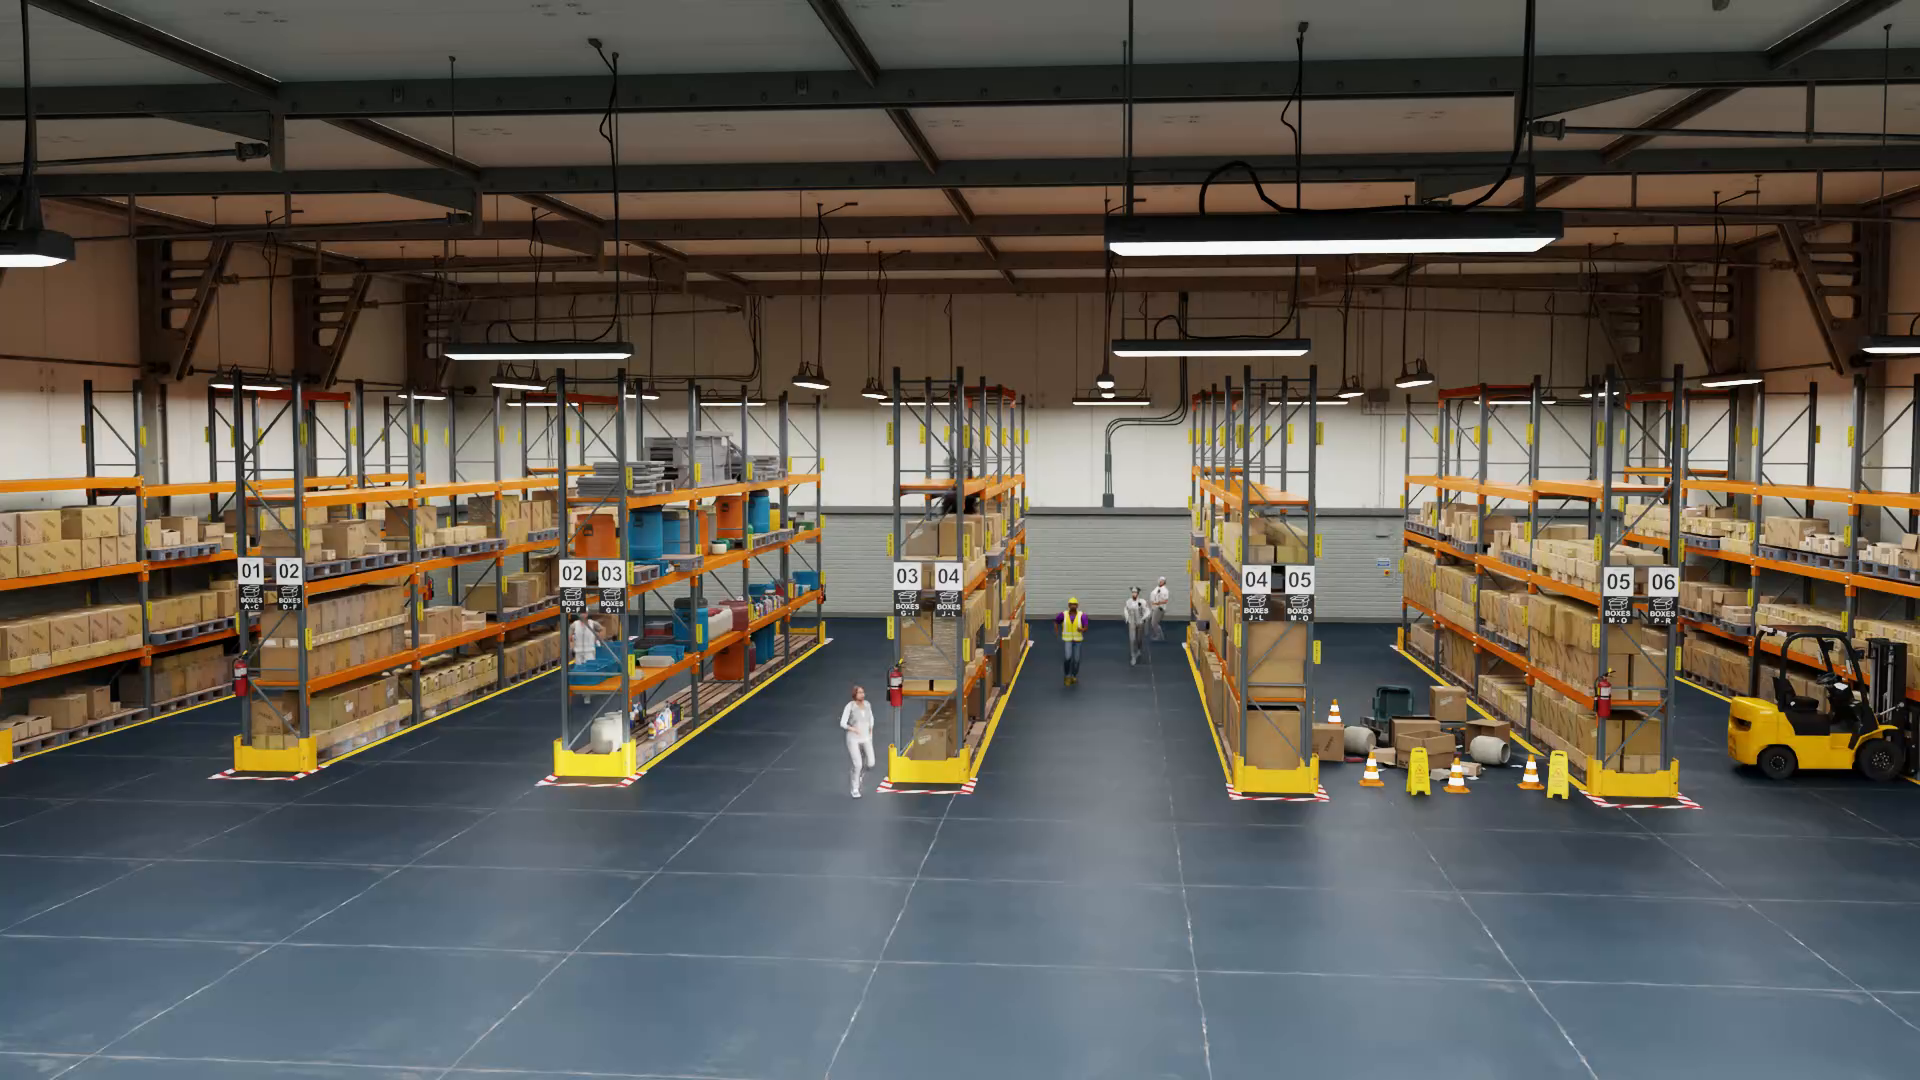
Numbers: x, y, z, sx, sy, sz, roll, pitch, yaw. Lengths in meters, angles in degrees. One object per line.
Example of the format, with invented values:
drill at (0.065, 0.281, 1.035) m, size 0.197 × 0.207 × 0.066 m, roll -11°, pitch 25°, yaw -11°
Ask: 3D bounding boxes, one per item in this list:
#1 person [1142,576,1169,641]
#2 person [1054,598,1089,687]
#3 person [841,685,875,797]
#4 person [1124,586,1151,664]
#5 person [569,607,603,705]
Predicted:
person at (4.735, 1.706, 40.447) m, size 0.574 × 1.661 × 0.754 m, roll -1°, pitch 4°, yaw -22°
person at (2.251, 2.052, 33.371) m, size 0.676 × 1.796 × 0.725 m, roll 0°, pitch 4°, yaw -2°
person at (-1.386, 2.789, 23.071) m, size 0.542 × 1.554 × 0.542 m, roll -2°, pitch 4°, yaw -29°
person at (3.937, 1.871, 36.961) m, size 0.613 × 1.722 × 0.780 m, roll 1°, pitch 4°, yaw 15°
person at (-7.076, 2.153, 31.320) m, size 0.639 × 1.840 × 0.774 m, roll 0°, pitch 4°, yaw -4°
